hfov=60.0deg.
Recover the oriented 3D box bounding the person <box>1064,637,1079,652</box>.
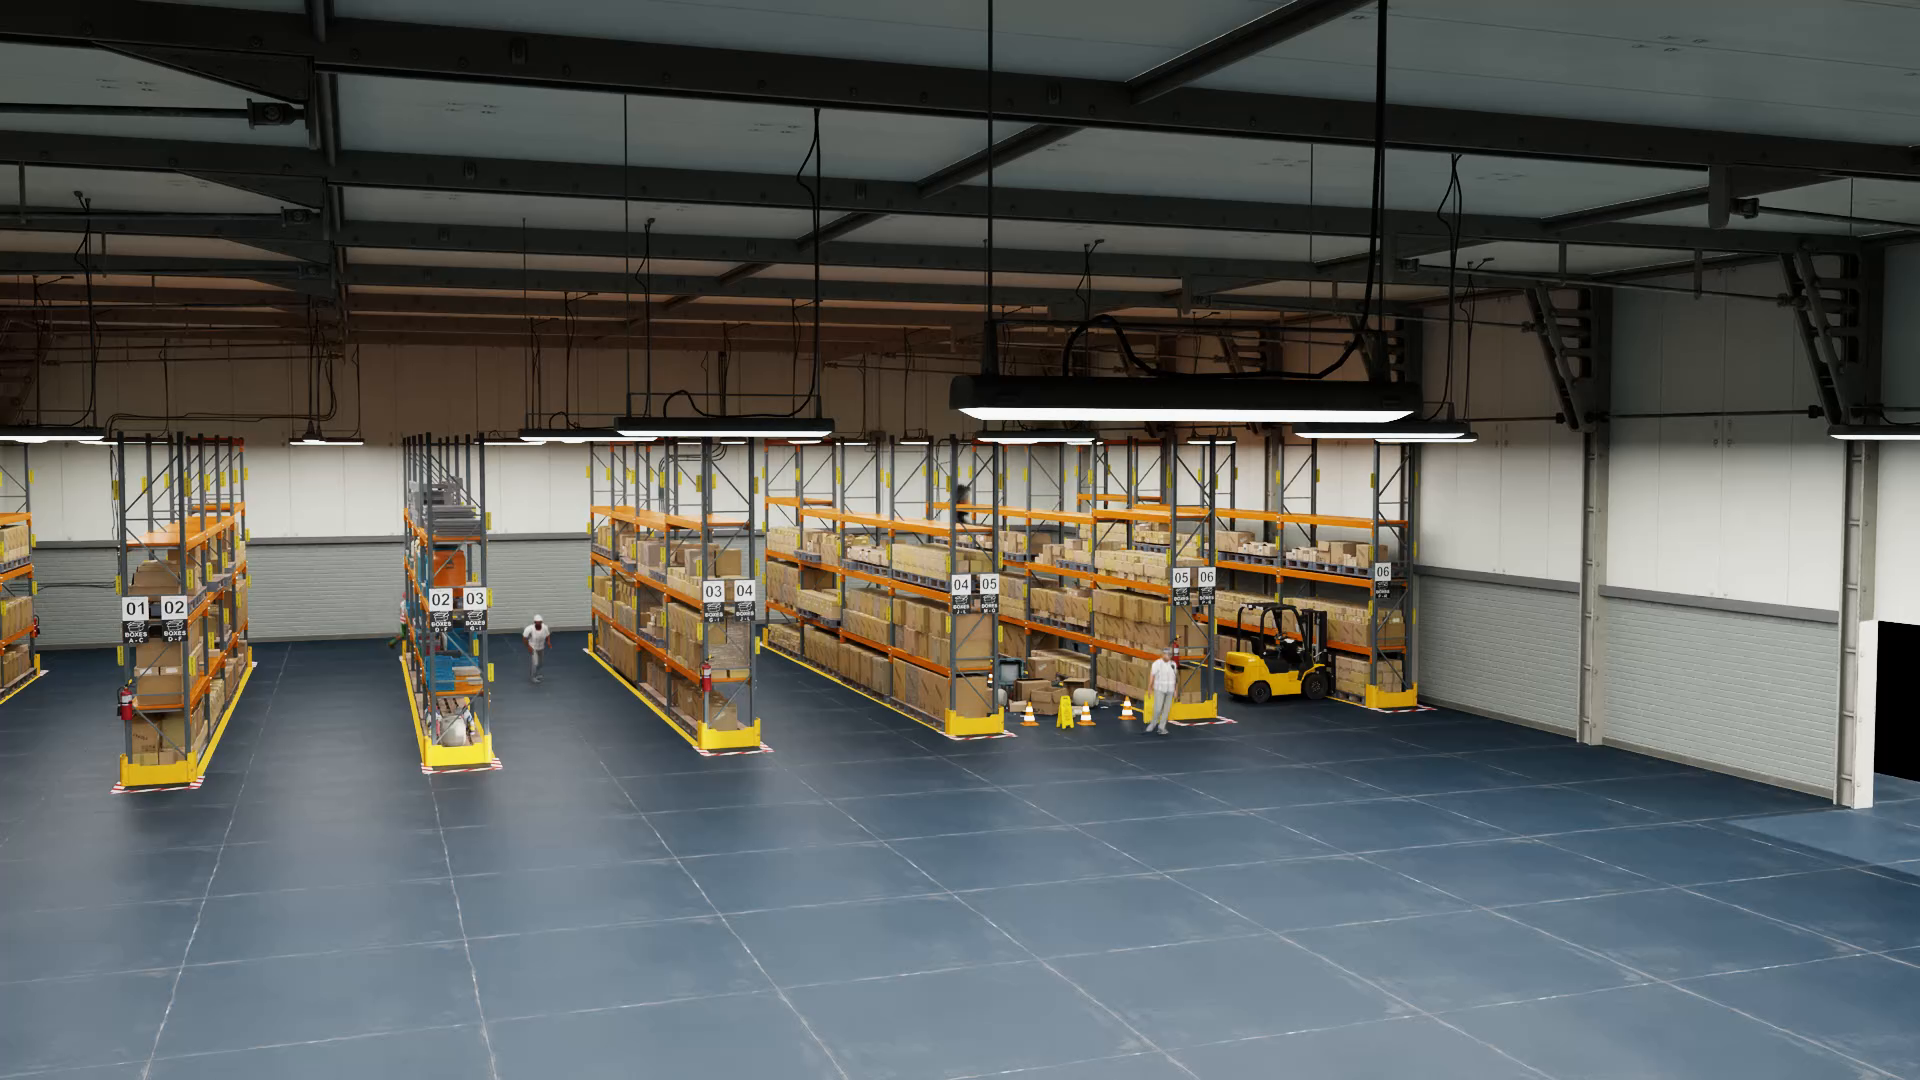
[{"bbox_3d":[2.975,2.350,45.768,0.672,1.725,0.862,-1,3,-24],"label":"person"}]

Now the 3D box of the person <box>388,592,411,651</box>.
[{"bbox_3d":[-15.339,2.287,46.182,0.712,1.740,0.923,3,4,43],"label":"person"}]

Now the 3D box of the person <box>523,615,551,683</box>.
[{"bbox_3d":[-10.343,2.643,40.544,0.695,1.675,0.849,-3,4,-45],"label":"person"}]

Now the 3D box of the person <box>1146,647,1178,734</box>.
[{"bbox_3d":[4.032,3.000,33.179,0.633,1.745,0.482,-1,3,-21],"label":"person"}]
